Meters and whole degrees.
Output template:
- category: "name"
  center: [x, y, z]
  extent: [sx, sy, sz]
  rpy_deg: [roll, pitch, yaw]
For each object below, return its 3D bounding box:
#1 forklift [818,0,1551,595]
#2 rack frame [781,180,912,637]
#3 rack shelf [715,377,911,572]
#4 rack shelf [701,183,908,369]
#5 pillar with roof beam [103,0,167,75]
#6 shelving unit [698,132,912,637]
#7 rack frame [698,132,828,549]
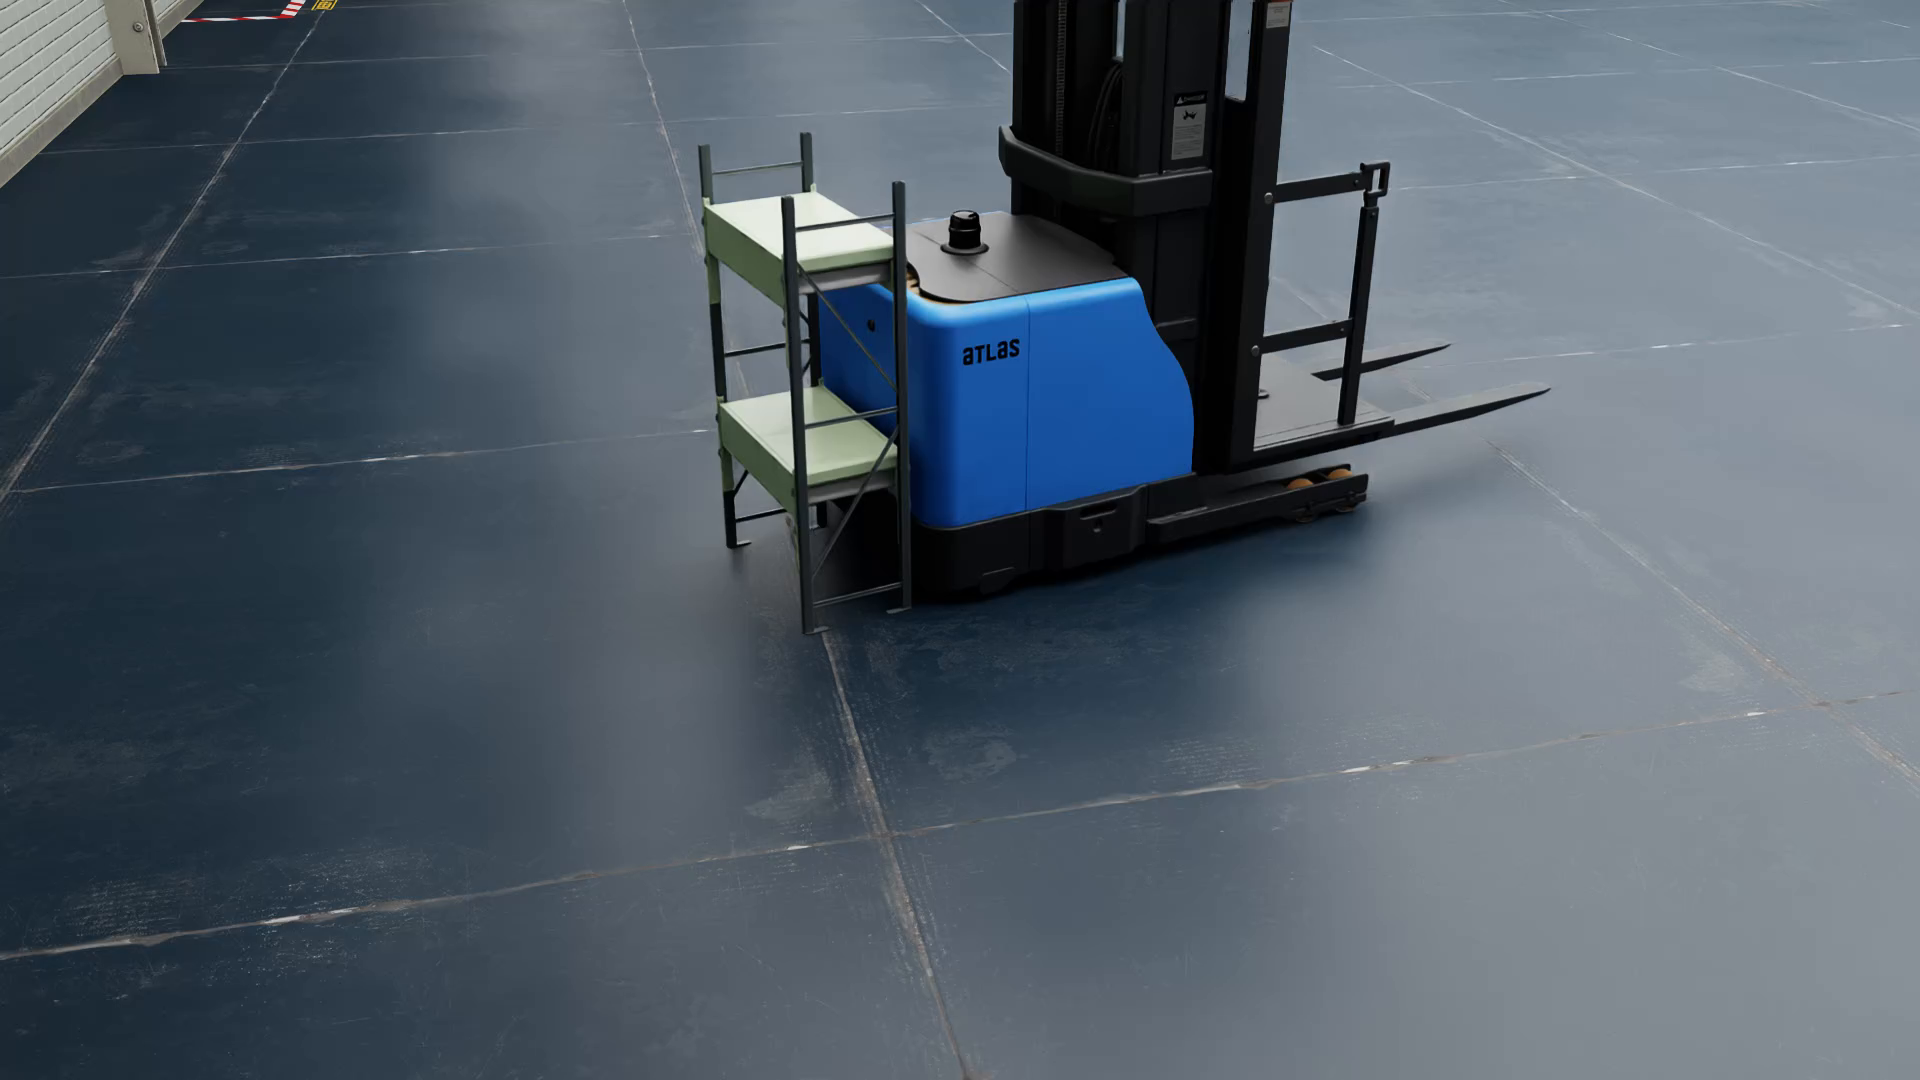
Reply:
- category: "forklift"
  center: [1.006, -1.573, 6.113]
  extent: [3.031, 2.935, 1.130]
  rpy_deg: [-13, 30, -24]
- category: "rack frame"
  center: [-0.350, -0.390, 5.357]
  extent: [0.400, 1.500, 0.023]
  rpy_deg: [-13, 30, -24]
- category: "rack shelf"
  center: [-0.519, -0.245, 5.794]
  extent: [0.431, 0.370, 0.720]
  rpy_deg: [-13, 30, -24]
- category: "rack shelf"
  center: [-0.520, -0.884, 5.471]
  extent: [0.431, 0.370, 0.720]
  rpy_deg: [-13, 30, -24]
- category: "pillar with roof beam"
  center: [-2.791, -8.477, 13.059]
  extent: [9.100, 9.000, 0.400]
  rpy_deg: [-6, 27, -12]
- category: "shelving unit"
  center: [-0.519, -0.536, 5.647]
  extent: [0.431, 1.500, 0.755]
  rpy_deg: [-13, 30, -24]
- category: "rack frame"
  center: [-0.688, -0.682, 5.937]
  extent: [0.400, 1.500, 0.023]
  rpy_deg: [-13, 30, -24]
